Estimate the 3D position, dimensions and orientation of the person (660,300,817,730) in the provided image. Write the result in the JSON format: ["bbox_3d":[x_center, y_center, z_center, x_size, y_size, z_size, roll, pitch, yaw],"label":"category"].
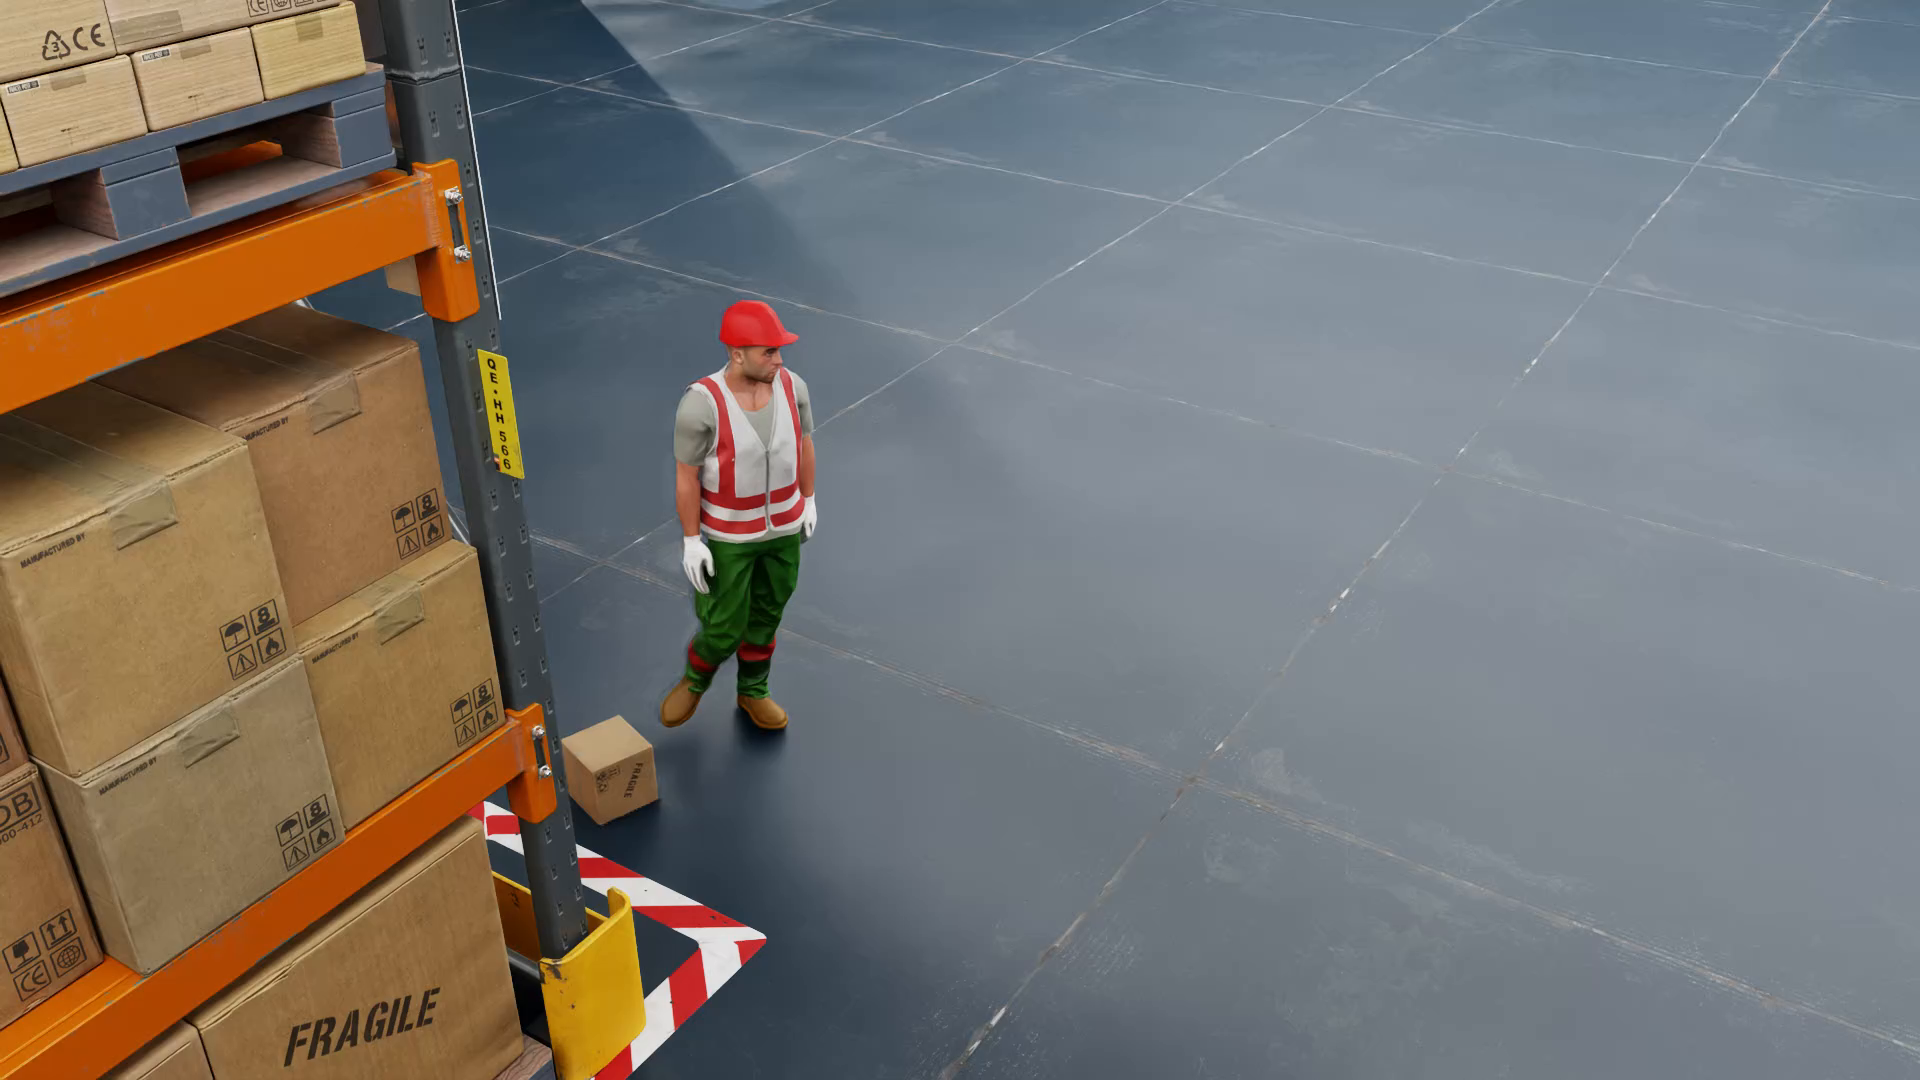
[{"bbox_3d":[-0.832,-0.057,6.167,0.691,1.779,0.454,-18,35,-28],"label":"person"}]
